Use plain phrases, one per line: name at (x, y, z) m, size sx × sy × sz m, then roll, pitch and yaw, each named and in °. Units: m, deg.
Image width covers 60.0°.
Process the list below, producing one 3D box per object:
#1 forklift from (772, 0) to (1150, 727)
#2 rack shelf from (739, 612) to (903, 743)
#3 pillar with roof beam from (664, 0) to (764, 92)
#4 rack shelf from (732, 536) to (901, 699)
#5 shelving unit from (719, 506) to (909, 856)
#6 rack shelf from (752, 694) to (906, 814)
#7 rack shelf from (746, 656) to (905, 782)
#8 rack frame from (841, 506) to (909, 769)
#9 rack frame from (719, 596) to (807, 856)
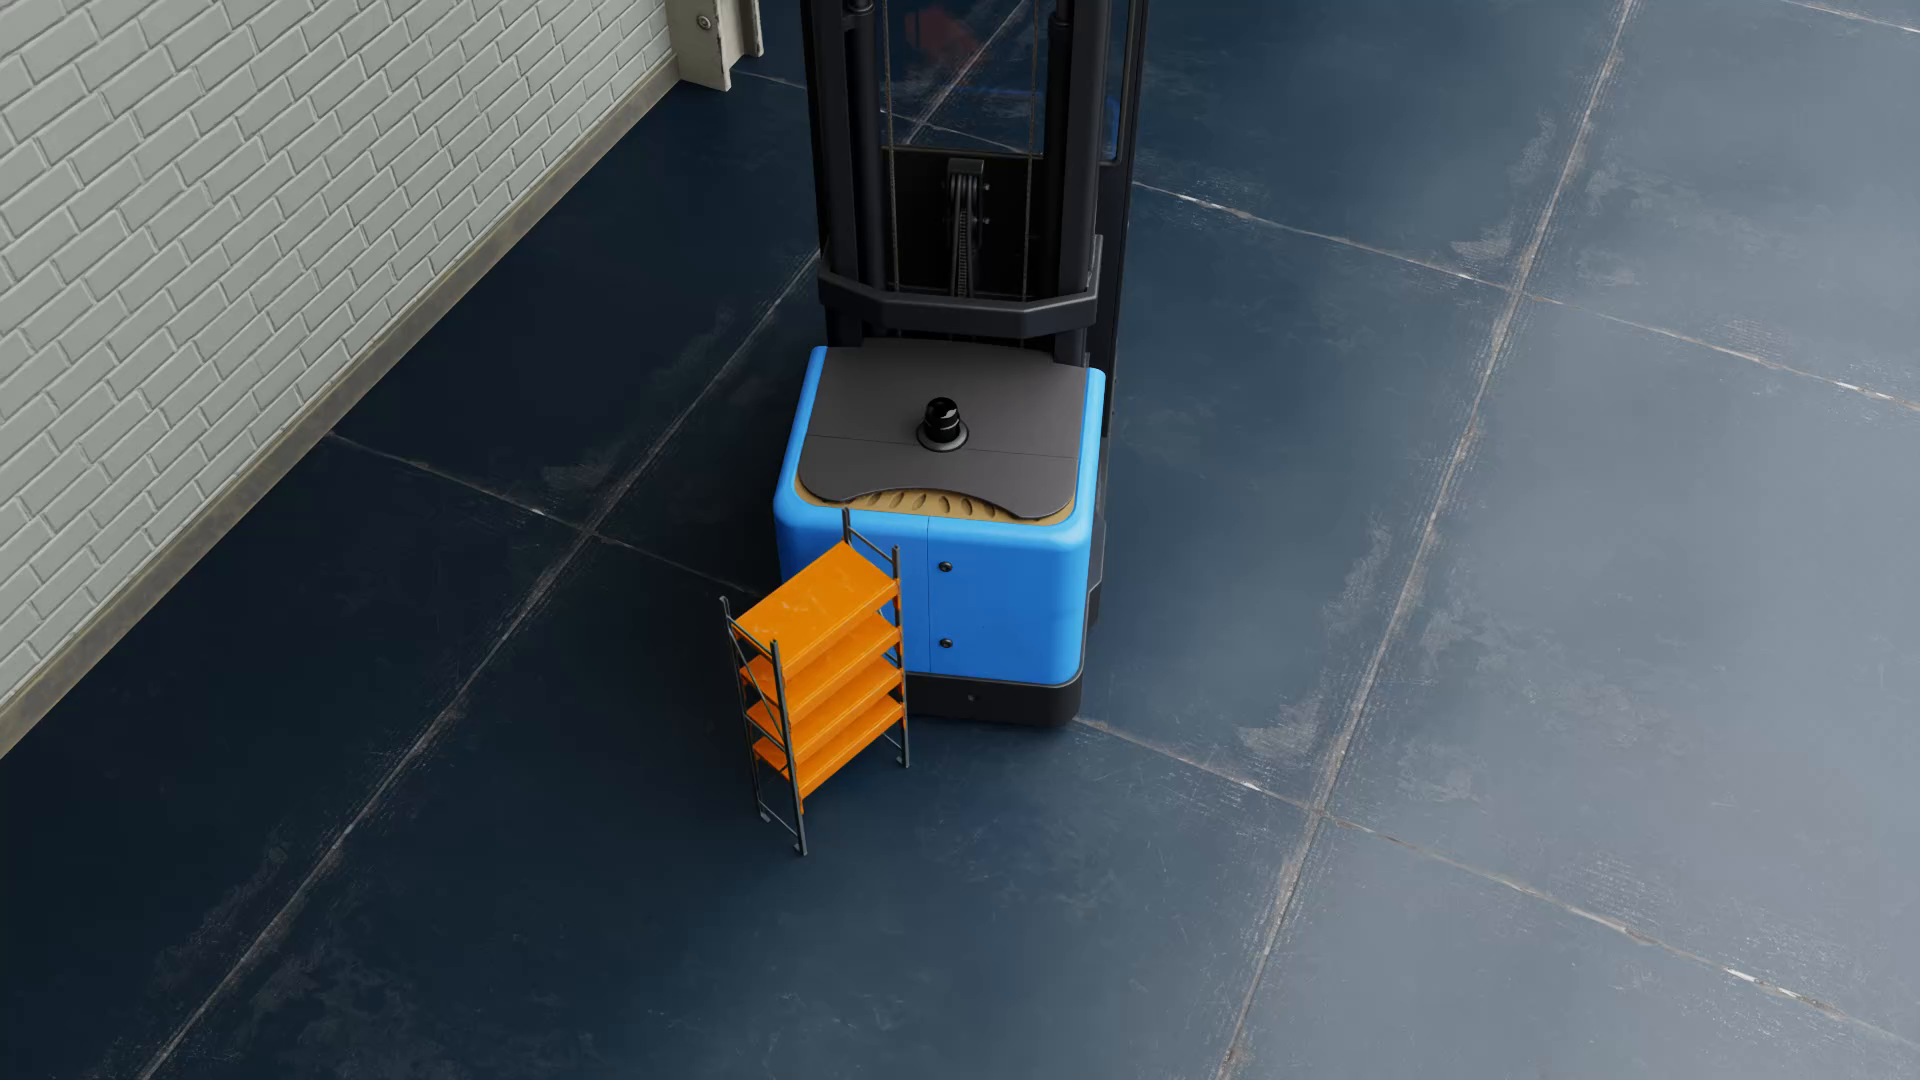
forklift at (0.074, -1.422, 5.851) m, size 1.130 × 2.935 × 3.031 m, roll 5°, pitch 50°, yaw 4°
rack shelf at (-0.441, 0.384, 5.245) m, size 0.258 × 0.148 × 0.480 m, roll 36°, pitch 59°, yaw 27°
pillar with roof beam at (2.639, -3.998, 4.059) m, size 9.100 × 9.000 × 0.400 m, roll 20°, pitch 52°, yaw 16°
rack shelf at (-0.441, 0.231, 5.065) m, size 0.258 × 0.148 × 0.480 m, roll 36°, pitch 59°, yaw 27°
shelving unit at (-0.441, 0.485, 5.364) m, size 0.258 × 1.200 × 0.503 m, roll 36°, pitch 59°, yaw 27°
rack shelf at (-0.441, 0.658, 5.567) m, size 0.258 × 0.148 × 0.480 m, roll 36°, pitch 59°, yaw 27°
rack shelf at (-0.441, 0.529, 5.416) m, size 0.258 × 0.148 × 0.480 m, roll 36°, pitch 59°, yaw 27°
rack frame at (-0.271, 0.352, 5.478) m, size 0.240 × 1.200 × 0.015 m, roll 36°, pitch 59°, yaw 27°
rack frame at (-0.611, 0.619, 5.251) m, size 0.240 × 1.200 × 0.015 m, roll 36°, pitch 59°, yaw 27°
